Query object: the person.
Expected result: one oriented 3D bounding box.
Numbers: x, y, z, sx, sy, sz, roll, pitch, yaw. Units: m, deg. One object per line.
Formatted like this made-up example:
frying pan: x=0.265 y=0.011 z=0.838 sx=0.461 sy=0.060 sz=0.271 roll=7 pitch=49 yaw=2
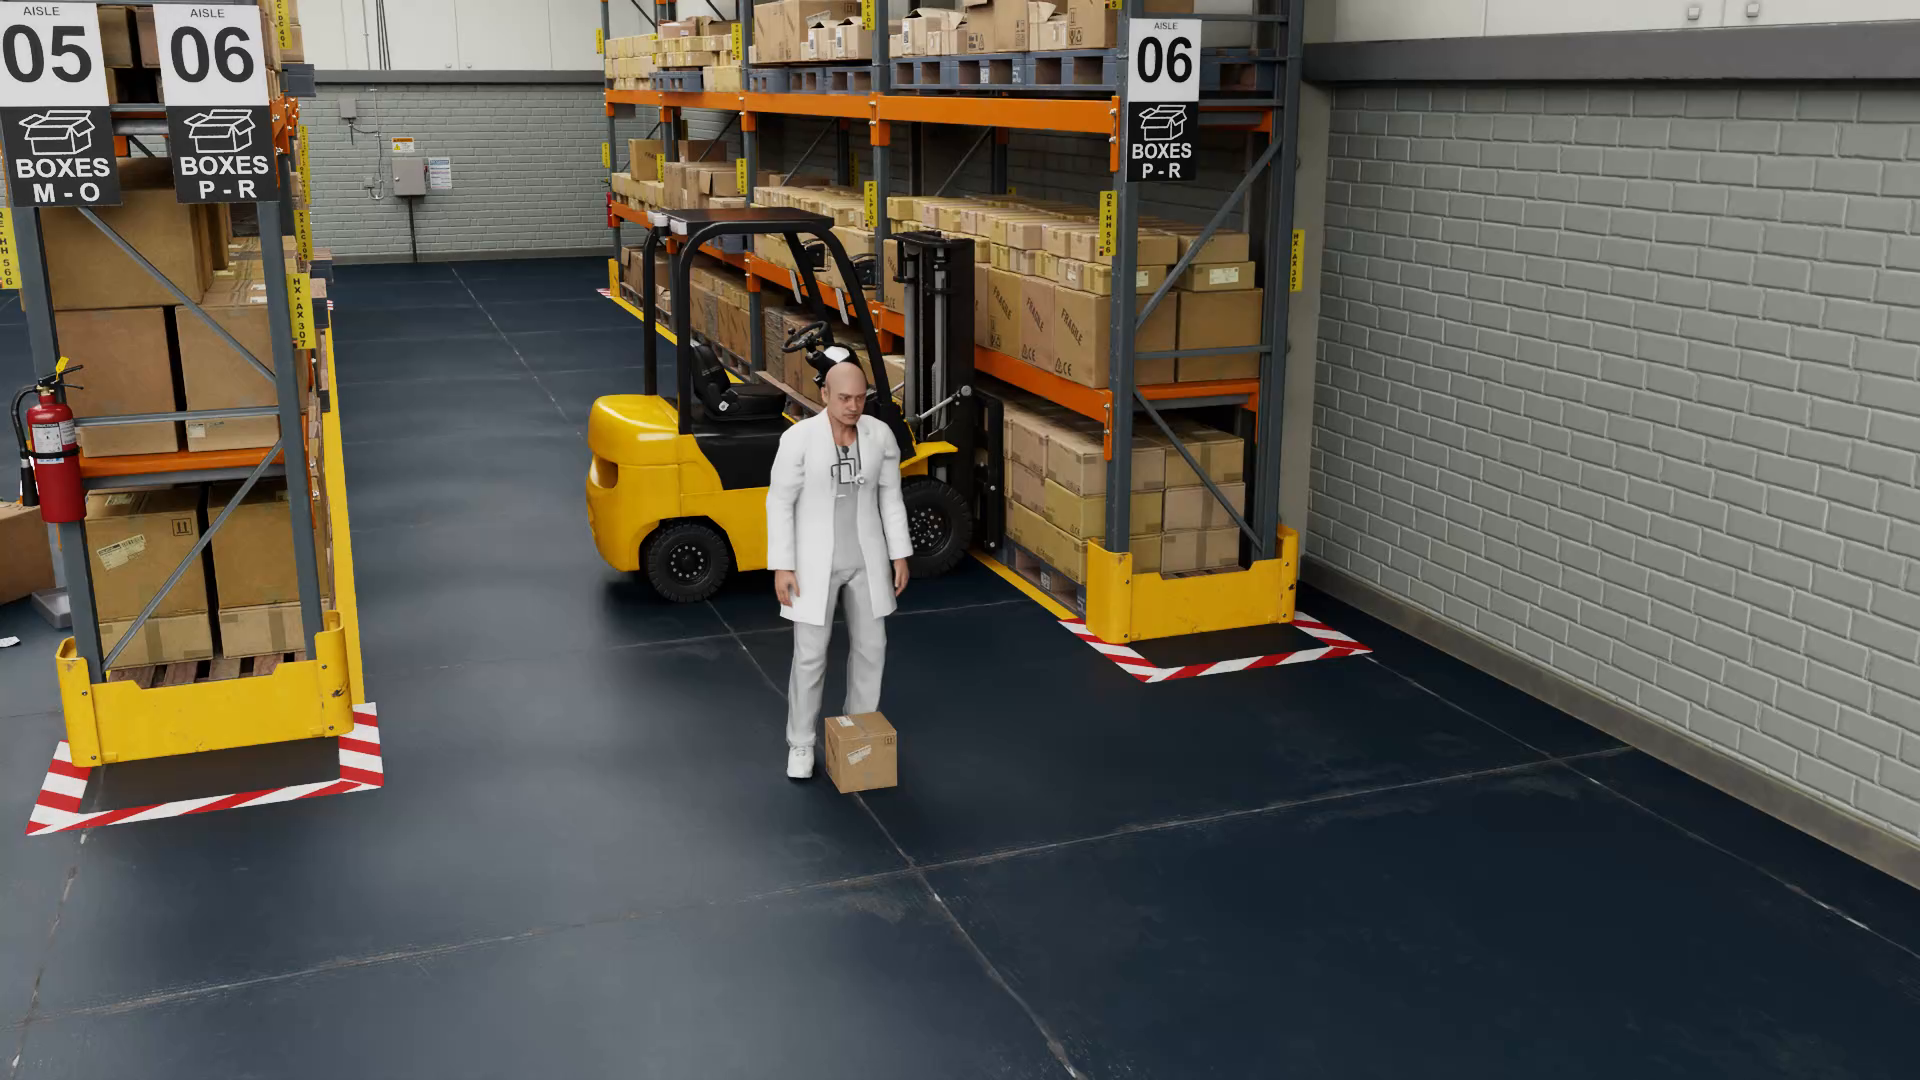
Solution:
person: x=-0.513 y=0.210 z=7.175 sx=0.655 sy=1.569 sz=0.416 roll=-6 pitch=17 yaw=-22
